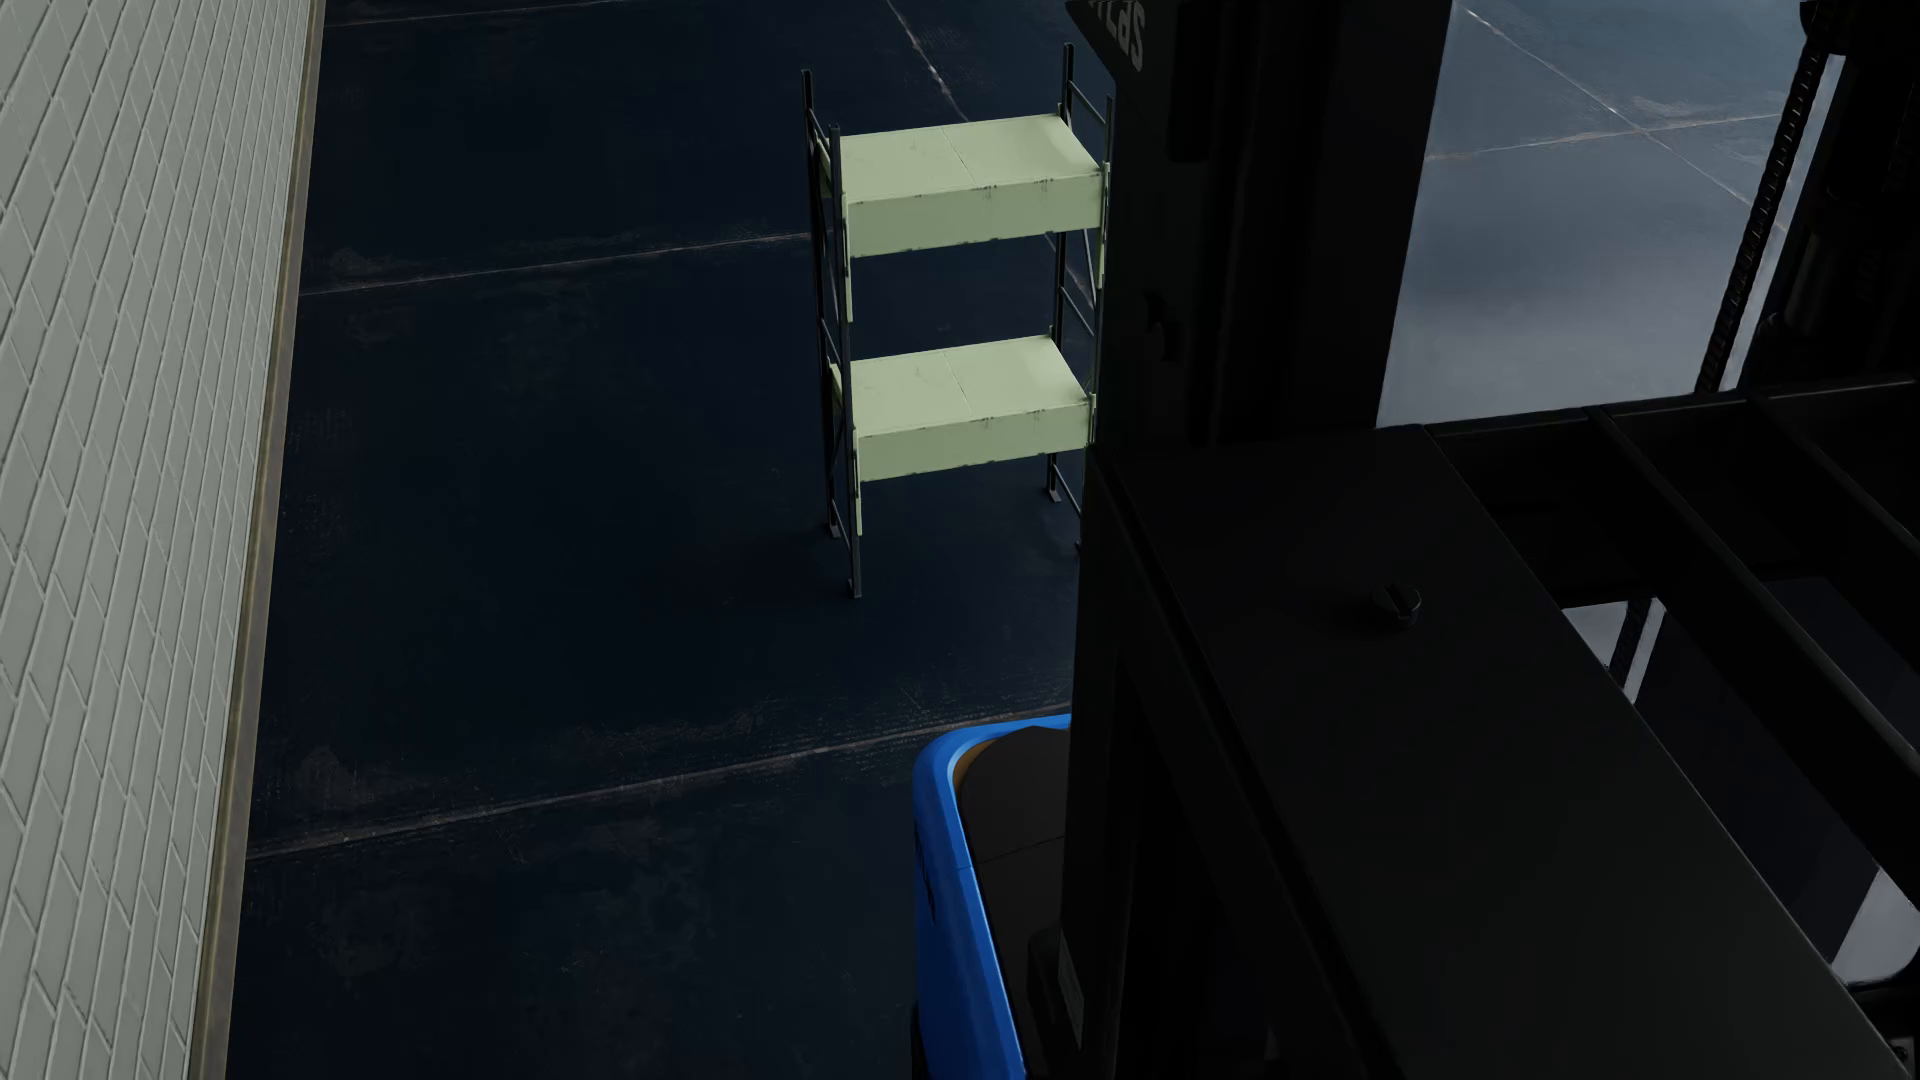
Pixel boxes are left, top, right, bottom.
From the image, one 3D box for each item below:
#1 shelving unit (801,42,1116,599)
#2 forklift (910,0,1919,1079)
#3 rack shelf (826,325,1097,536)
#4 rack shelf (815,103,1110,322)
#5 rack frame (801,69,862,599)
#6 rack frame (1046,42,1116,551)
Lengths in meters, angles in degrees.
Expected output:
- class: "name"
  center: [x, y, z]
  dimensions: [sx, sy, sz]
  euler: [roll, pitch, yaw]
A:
- class: "shelving unit"
  center: [-0.006, -0.595, 4.793]
  dimensions: [0.755, 1.500, 0.431]
  euler: [-9, 38, -12]
- class: "forklift"
  center: [0.684, 0.863, 1.710]
  dimensions: [1.130, 2.935, 3.031]
  euler: [-7, 38, -9]
- class: "rack shelf"
  center: [-0.006, -0.336, 4.991]
  dimensions: [0.720, 0.370, 0.431]
  euler: [-9, 38, -12]
- class: "rack shelf"
  center: [-0.006, -0.905, 4.556]
  dimensions: [0.720, 0.370, 0.431]
  euler: [-9, 38, -12]
- class: "rack frame"
  center: [-0.360, -0.537, 4.717]
  dimensions: [0.023, 1.500, 0.400]
  euler: [-9, 38, -12]
- class: "rack frame"
  center: [0.347, -0.653, 4.869]
  dimensions: [0.023, 1.500, 0.400]
  euler: [-9, 38, -12]
